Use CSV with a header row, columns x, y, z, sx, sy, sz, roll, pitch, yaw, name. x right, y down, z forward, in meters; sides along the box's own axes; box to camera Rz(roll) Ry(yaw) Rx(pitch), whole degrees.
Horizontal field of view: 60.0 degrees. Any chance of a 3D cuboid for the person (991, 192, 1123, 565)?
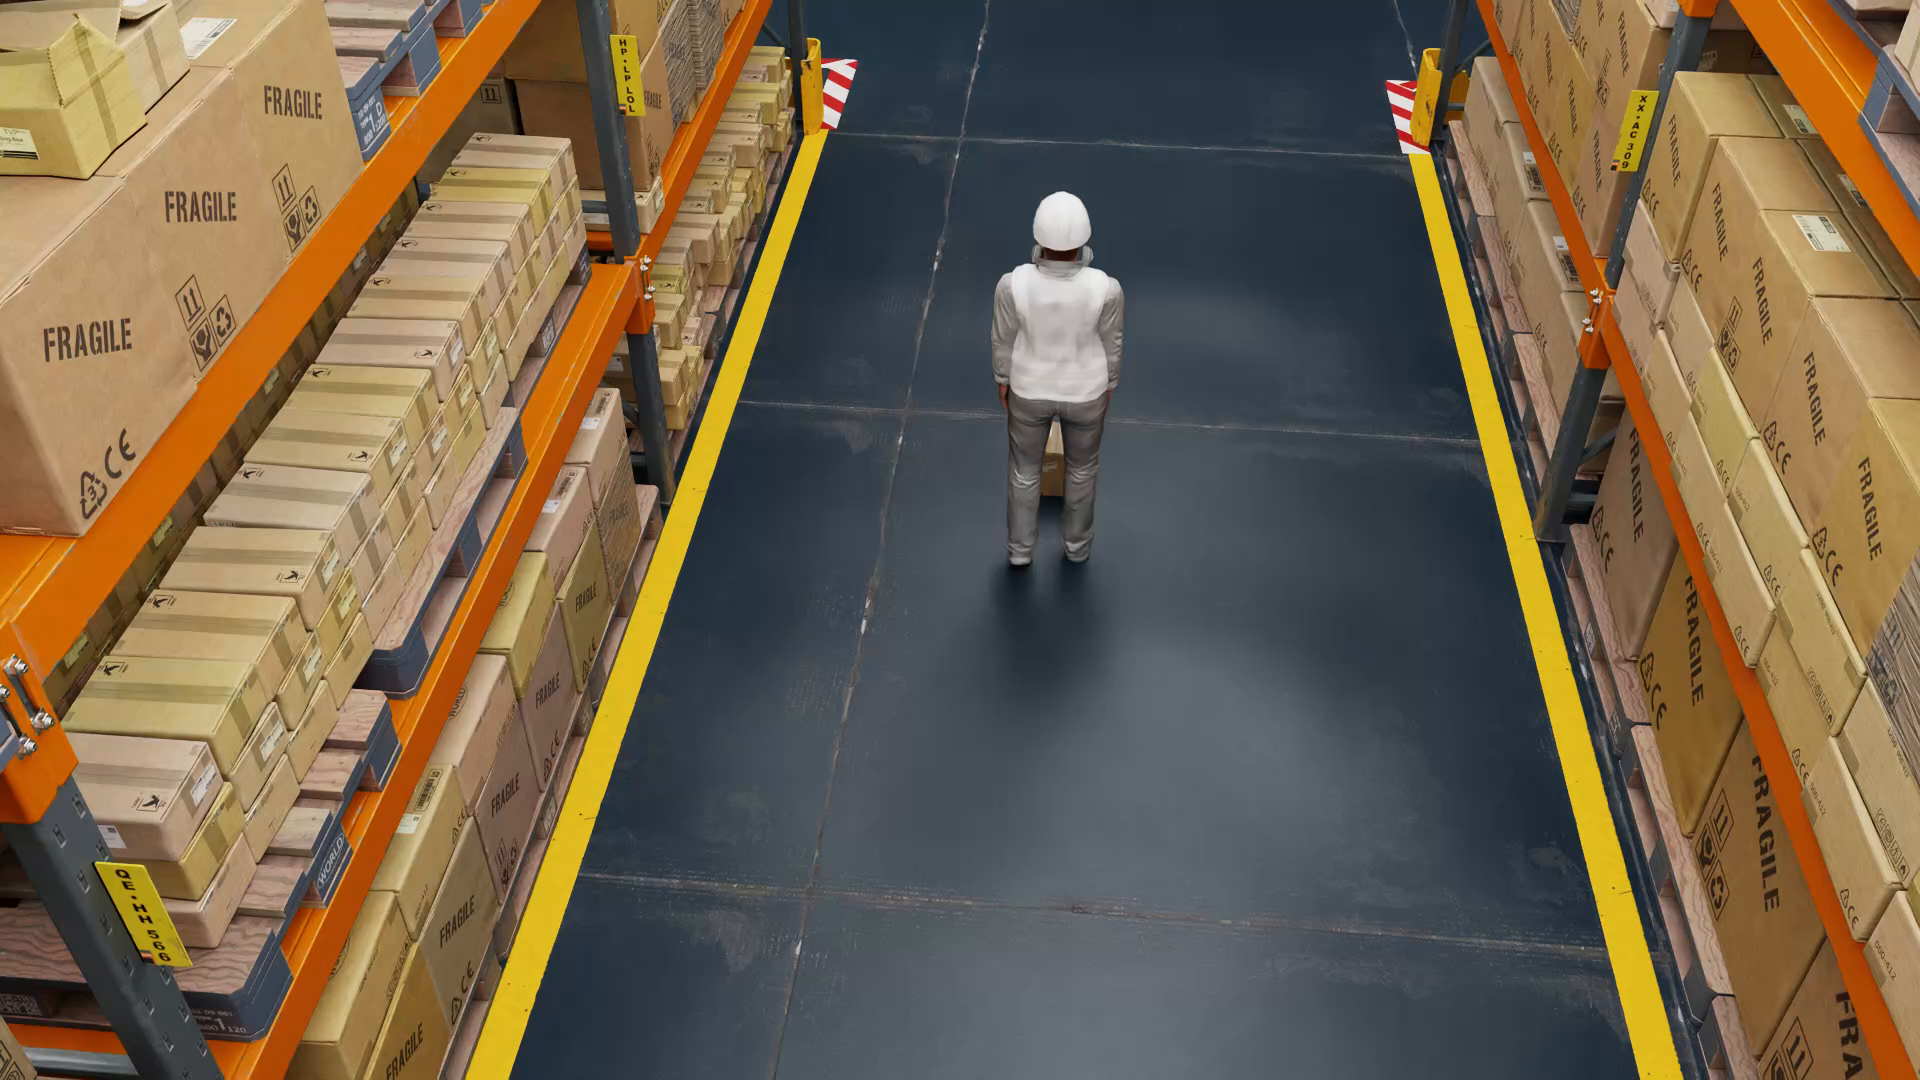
x,y,z,sx,sy,sz,roll,pitch,yaw,name
0.396,-0.631,6.943,0.530,1.829,0.368,4,40,5,person
